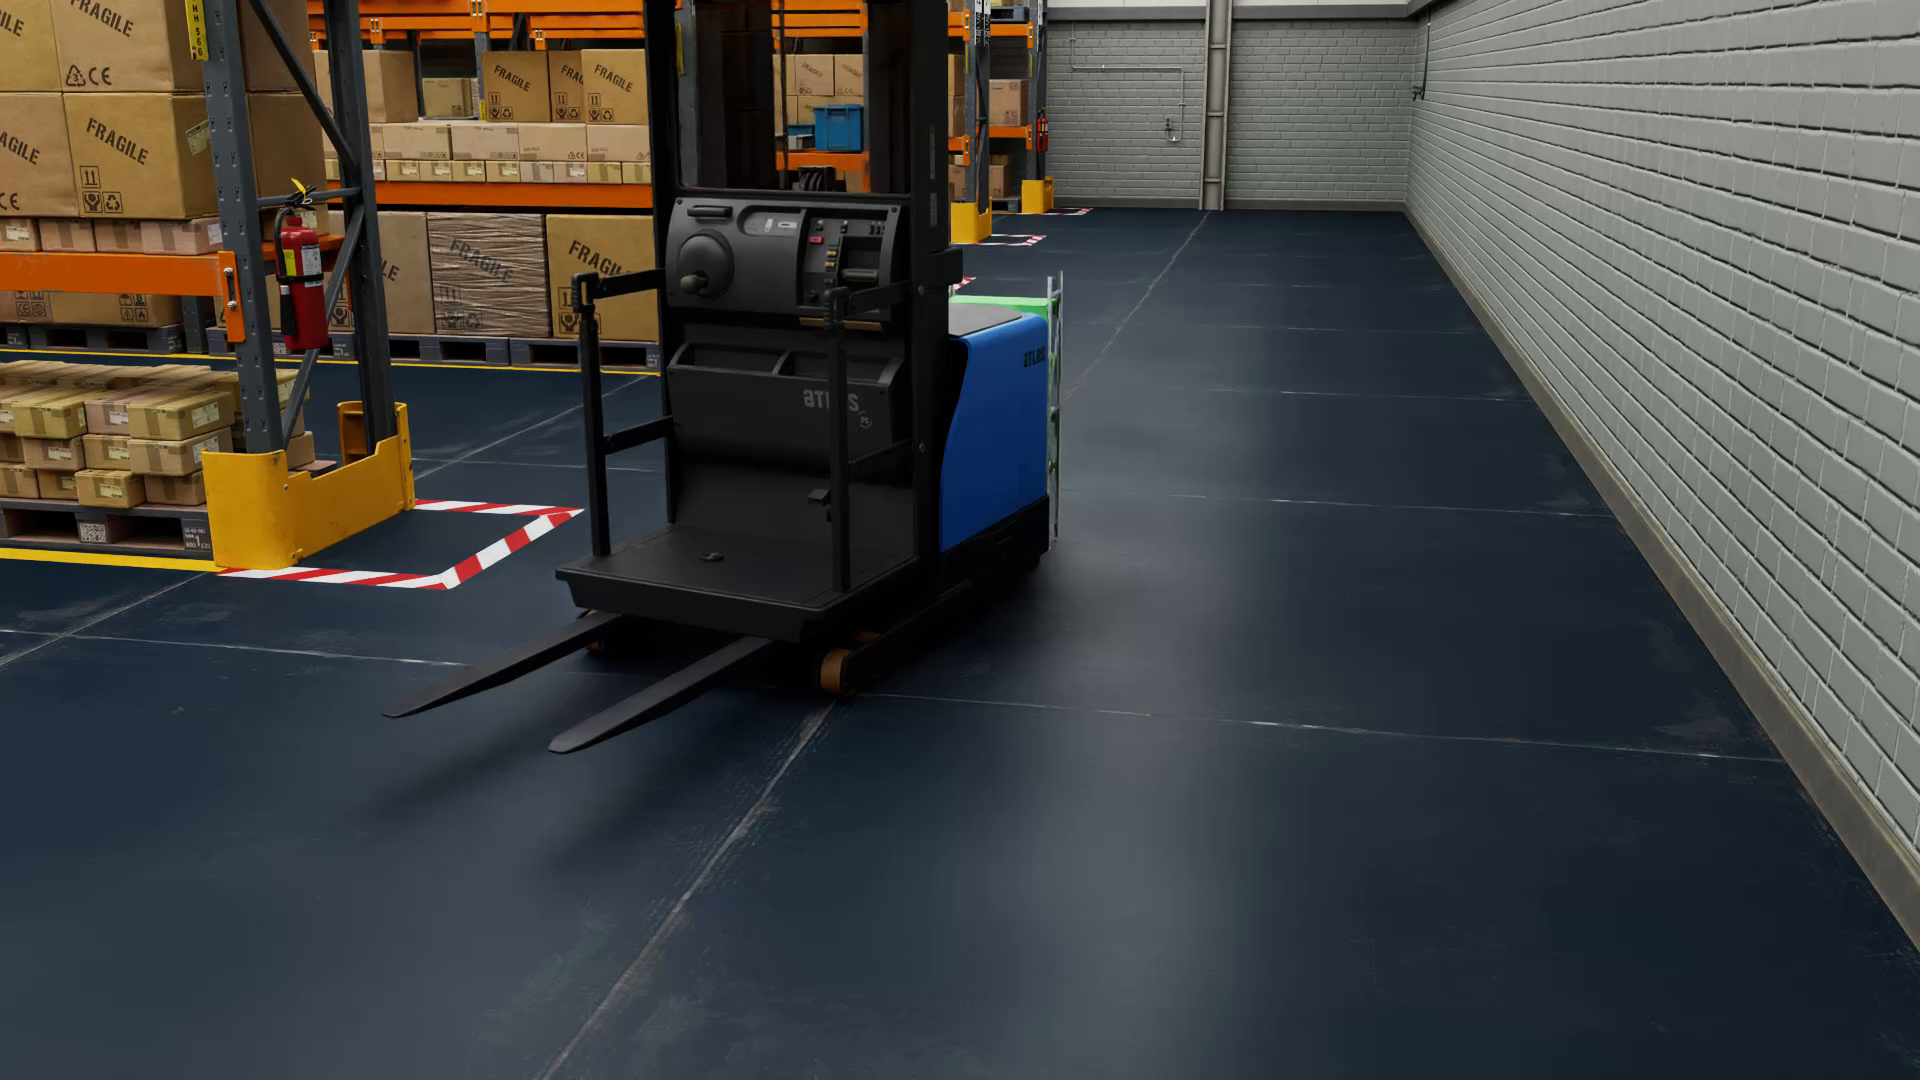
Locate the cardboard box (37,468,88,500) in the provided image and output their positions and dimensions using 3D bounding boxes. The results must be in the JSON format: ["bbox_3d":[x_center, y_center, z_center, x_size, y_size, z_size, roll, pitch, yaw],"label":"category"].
[{"bbox_3d":[-3.915,-0.297,7.501,0.255,0.149,0.383,3,16,10],"label":"cardboard box"}]

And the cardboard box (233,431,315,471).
[{"bbox_3d":[-3.294,-0.412,7.914,0.250,0.149,0.380,3,16,12],"label":"cardboard box"}]

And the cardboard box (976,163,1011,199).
[{"bbox_3d":[0.499,-5.660,26.202,0.500,0.500,0.700,3,16,11],"label":"cardboard box"}]

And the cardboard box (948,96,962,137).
[{"bbox_3d":[-0.272,-5.356,21.021,0.500,0.500,0.500,4,16,13],"label":"cardboard box"}]

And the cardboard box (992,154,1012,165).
[{"bbox_3d":[0.661,-6.018,26.280,0.250,0.149,0.380,3,16,11],"label":"cardboard box"}]

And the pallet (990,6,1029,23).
[{"bbox_3d":[0.476,-8.091,25.628,1.213,0.211,1.003,3,16,11],"label":"pallet"}]

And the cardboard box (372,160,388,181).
[{"bbox_3d":[-4.182,-2.684,12.033,0.250,0.149,0.380,3,16,12],"label":"cardboard box"}]

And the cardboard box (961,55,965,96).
[{"bbox_3d":[-0.161,-5.978,21.393,0.500,0.500,0.500,4,16,13],"label":"cardboard box"}]

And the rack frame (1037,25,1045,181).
[{"bbox_3d":[1.204,-6.650,25.881,0.053,2.616,0.949,3,16,11],"label":"rack frame"}]

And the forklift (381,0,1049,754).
[{"bbox_3d":[-0.722,-1.017,5.674,1.130,2.935,3.031,7,17,25],"label":"forklift"}]

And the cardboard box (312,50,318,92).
[{"bbox_3d":[-4.777,-3.289,12.064,0.500,0.500,0.500,3,16,11],"label":"cardboard box"}]

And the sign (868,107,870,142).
[{"bbox_3d":[-0.863,-3.993,15.984,0.005,0.325,0.100,3,16,11],"label":"sign"}]

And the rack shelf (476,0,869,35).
[{"bbox_3d":[-2.729,-5.265,16.608,4.000,0.370,1.077,3,16,11],"label":"rack shelf"}]

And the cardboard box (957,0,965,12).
[{"bbox_3d":[-0.232,-6.822,21.164,0.500,0.250,0.500,3,16,11],"label":"cardboard box"}]

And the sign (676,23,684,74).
[{"bbox_3d":[-1.878,-3.295,11.155,0.005,0.325,0.100,3,16,11],"label":"sign"}]

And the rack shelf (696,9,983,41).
[{"bbox_3d":[-1.739,-6.560,21.285,4.000,0.370,1.077,3,16,11],"label":"rack shelf"}]

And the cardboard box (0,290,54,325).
[{"bbox_3d":[-7.183,-2.231,13.121,0.875,0.875,1.225,3,16,9],"label":"cardboard box"}]

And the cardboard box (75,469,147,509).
[{"bbox_3d":[-3.674,-0.261,7.368,0.250,0.149,0.380,4,16,13],"label":"cardboard box"}]

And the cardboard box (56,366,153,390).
[{"bbox_3d":[-4.065,-0.725,7.931,0.250,0.149,0.380,2,16,8],"label":"cardboard box"}]

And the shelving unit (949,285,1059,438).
[{"bbox_3d":[0.169,-0.573,7.315,0.487,1.046,0.258,4,16,15],"label":"shelving unit"}]

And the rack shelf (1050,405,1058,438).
[{"bbox_3d":[0.172,-0.512,7.331,0.480,0.148,0.258,4,16,15],"label":"rack shelf"}]

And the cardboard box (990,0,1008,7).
[{"bbox_3d":[0.434,-8.245,25.324,0.500,0.250,0.500,4,16,13],"label":"cardboard box"}]

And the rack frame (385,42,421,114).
[{"bbox_3d":[-7.618,-5.782,22.745,0.053,2.616,0.949,3,16,11],"label":"rack frame"}]

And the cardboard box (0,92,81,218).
[{"bbox_3d":[-3.839,-1.649,7.080,0.500,0.500,0.500,3,16,10],"label":"cardboard box"}]

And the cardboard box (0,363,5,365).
[{"bbox_3d":[-4.849,-0.757,8.045,0.250,0.149,0.380,3,16,11],"label":"cardboard box"}]

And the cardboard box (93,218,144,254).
[{"bbox_3d":[-3.456,-1.317,7.098,0.250,0.149,0.380,3,16,11],"label":"cardboard box"}]

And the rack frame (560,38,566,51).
[{"bbox_3d":[-6.636,-7.076,27.417,0.053,2.616,0.949,3,16,11],"label":"rack frame"}]

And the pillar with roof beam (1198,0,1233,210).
[{"bbox_3d":[3.165,-8.499,21.316,0.400,9.000,9.100,3,16,11],"label":"pillar with roof beam"}]

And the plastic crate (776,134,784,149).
[{"bbox_3d":[-1.886,-3.977,16.610,0.243,0.136,0.396,3,16,11],"label":"plastic crate"}]

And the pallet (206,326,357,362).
[{"bbox_3d":[-4.947,-1.572,12.771,1.213,0.211,1.003,3,16,11],"label":"pallet"}]

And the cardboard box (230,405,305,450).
[{"bbox_3d":[-6.212,-0.714,8.348,6.161,0.500,0.689,4,16,13],"label":"cardboard box"}]

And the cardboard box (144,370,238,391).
[{"bbox_3d":[-3.584,-0.687,7.792,0.250,0.149,0.380,3,16,12],"label":"cardboard box"}]

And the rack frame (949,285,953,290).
[{"bbox_3d":[-0.063,-0.590,7.375,0.006,1.046,0.228,4,16,15],"label":"rack frame"}]

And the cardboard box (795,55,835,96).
[{"bbox_3d":[-1.777,-5.917,21.174,0.500,0.500,0.500,4,16,13],"label":"cardboard box"}]

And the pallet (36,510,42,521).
[{"bbox_3d":[-4.899,-0.250,7.999,1.213,0.211,1.003,3,16,11],"label":"pallet"}]

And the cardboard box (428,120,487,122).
[{"bbox_3d":[-9.311,-4.769,18.344,13.767,0.500,10.544,3,16,10],"label":"cardboard box"}]

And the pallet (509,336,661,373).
[{"bbox_3d":[-2.556,-1.442,12.303,1.213,0.211,1.003,3,16,11],"label":"pallet"}]

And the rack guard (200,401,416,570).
[{"bbox_3d":[-2.918,-0.271,7.534,0.348,0.500,1.175,3,16,11],"label":"rack guard"}]

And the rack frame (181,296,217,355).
[{"bbox_3d":[-5.676,-2.977,12.619,0.127,3.000,1.000,3,16,11],"label":"rack frame"}]

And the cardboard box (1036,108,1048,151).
[{"bbox_3d":[-7.517,-3.071,15.167,11.946,1.402,25.539,4,16,14],"label":"cardboard box"}]

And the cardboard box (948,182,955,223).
[{"bbox_3d":[-0.361,-4.327,21.352,0.500,0.500,0.500,3,16,11],"label":"cardboard box"}]
